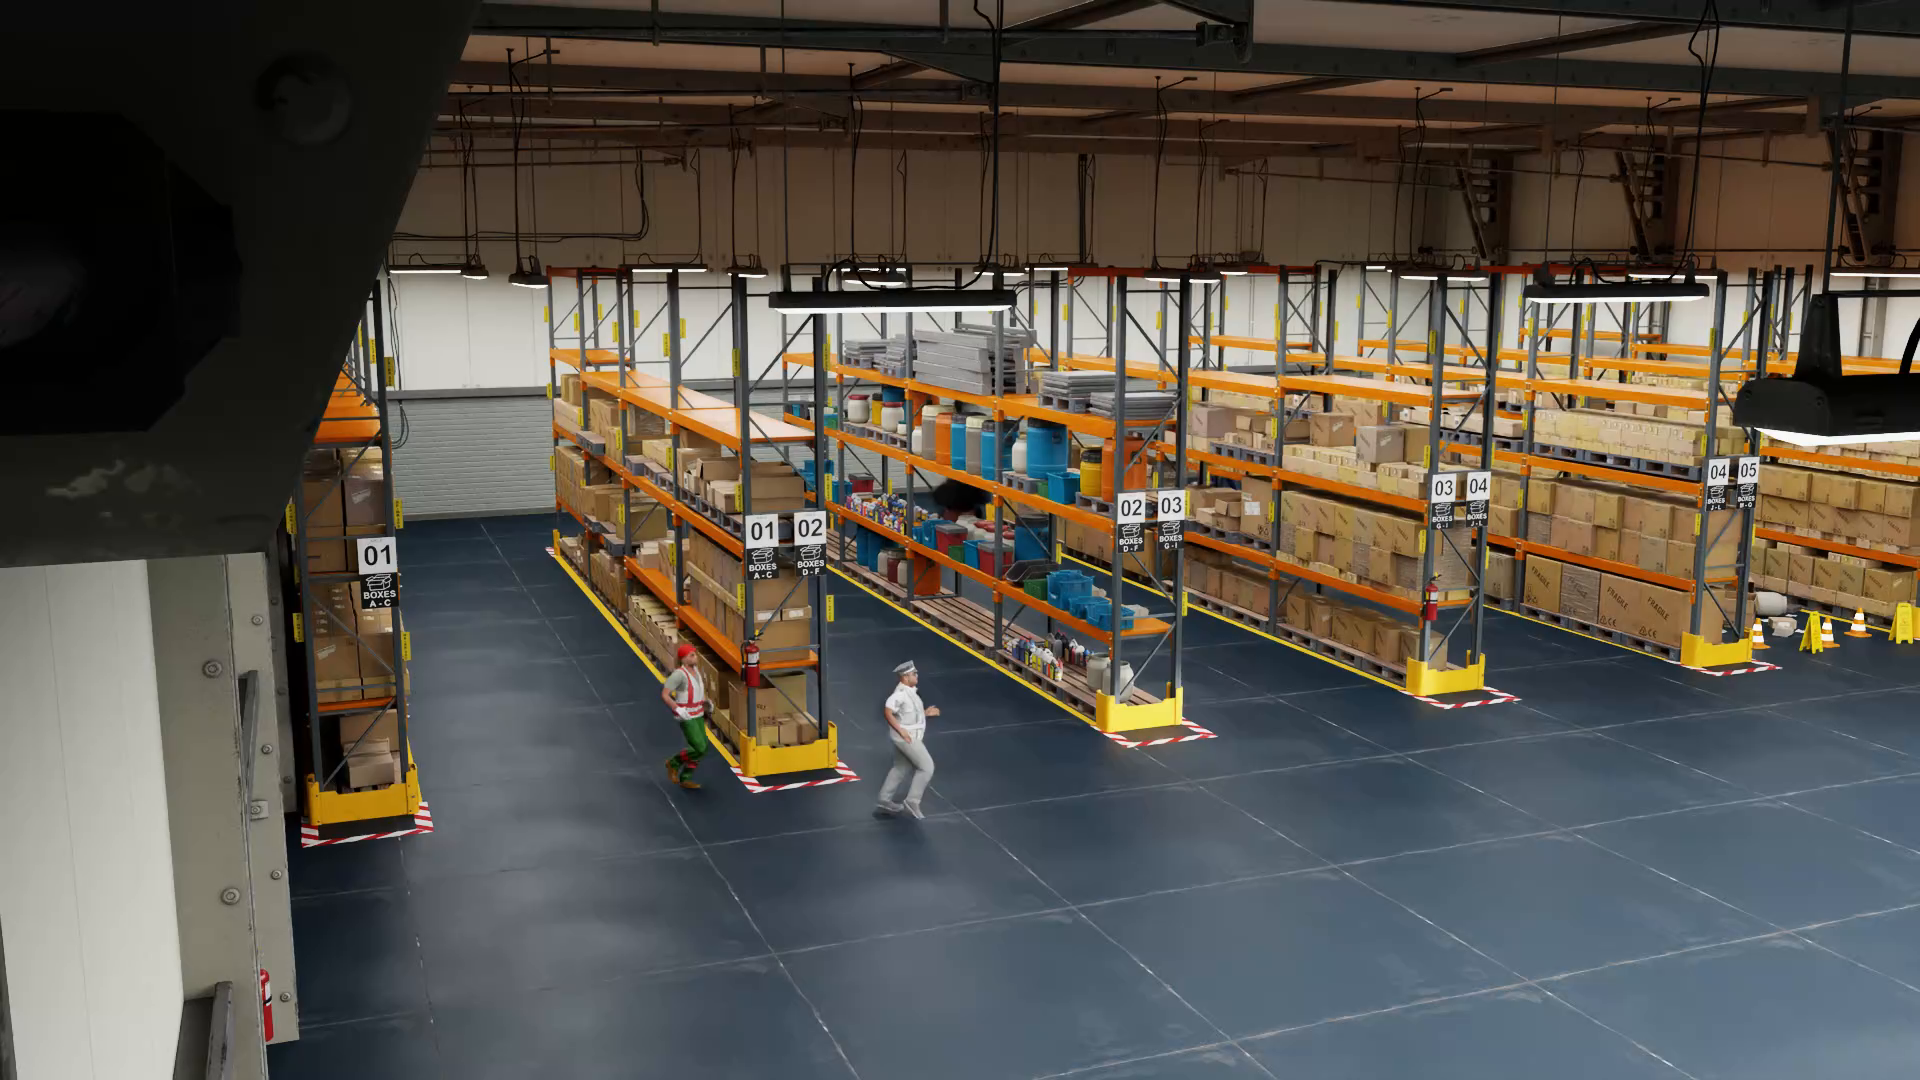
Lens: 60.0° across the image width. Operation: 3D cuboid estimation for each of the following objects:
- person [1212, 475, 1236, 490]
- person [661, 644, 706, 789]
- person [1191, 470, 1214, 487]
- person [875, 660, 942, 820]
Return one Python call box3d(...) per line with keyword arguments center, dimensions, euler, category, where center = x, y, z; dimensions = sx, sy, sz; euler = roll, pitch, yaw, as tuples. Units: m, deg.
box3d(center=(6.770, -1.883, 42.649), dimensions=(0.836, 1.693, 0.587), euler=(-10, 14, -44), category="person")
box3d(center=(-3.193, 2.088, 19.672), dimensions=(0.538, 1.731, 0.709), euler=(3, 10, 17), category="person")
box3d(center=(5.261, -0.725, 36.019), dimensions=(0.661, 1.680, 0.584), euler=(-4, 11, -21), category="person")
box3d(center=(-0.573, 2.254, 18.732), dimensions=(0.753, 1.836, 0.636), euler=(-1, 10, -4), category="person")
